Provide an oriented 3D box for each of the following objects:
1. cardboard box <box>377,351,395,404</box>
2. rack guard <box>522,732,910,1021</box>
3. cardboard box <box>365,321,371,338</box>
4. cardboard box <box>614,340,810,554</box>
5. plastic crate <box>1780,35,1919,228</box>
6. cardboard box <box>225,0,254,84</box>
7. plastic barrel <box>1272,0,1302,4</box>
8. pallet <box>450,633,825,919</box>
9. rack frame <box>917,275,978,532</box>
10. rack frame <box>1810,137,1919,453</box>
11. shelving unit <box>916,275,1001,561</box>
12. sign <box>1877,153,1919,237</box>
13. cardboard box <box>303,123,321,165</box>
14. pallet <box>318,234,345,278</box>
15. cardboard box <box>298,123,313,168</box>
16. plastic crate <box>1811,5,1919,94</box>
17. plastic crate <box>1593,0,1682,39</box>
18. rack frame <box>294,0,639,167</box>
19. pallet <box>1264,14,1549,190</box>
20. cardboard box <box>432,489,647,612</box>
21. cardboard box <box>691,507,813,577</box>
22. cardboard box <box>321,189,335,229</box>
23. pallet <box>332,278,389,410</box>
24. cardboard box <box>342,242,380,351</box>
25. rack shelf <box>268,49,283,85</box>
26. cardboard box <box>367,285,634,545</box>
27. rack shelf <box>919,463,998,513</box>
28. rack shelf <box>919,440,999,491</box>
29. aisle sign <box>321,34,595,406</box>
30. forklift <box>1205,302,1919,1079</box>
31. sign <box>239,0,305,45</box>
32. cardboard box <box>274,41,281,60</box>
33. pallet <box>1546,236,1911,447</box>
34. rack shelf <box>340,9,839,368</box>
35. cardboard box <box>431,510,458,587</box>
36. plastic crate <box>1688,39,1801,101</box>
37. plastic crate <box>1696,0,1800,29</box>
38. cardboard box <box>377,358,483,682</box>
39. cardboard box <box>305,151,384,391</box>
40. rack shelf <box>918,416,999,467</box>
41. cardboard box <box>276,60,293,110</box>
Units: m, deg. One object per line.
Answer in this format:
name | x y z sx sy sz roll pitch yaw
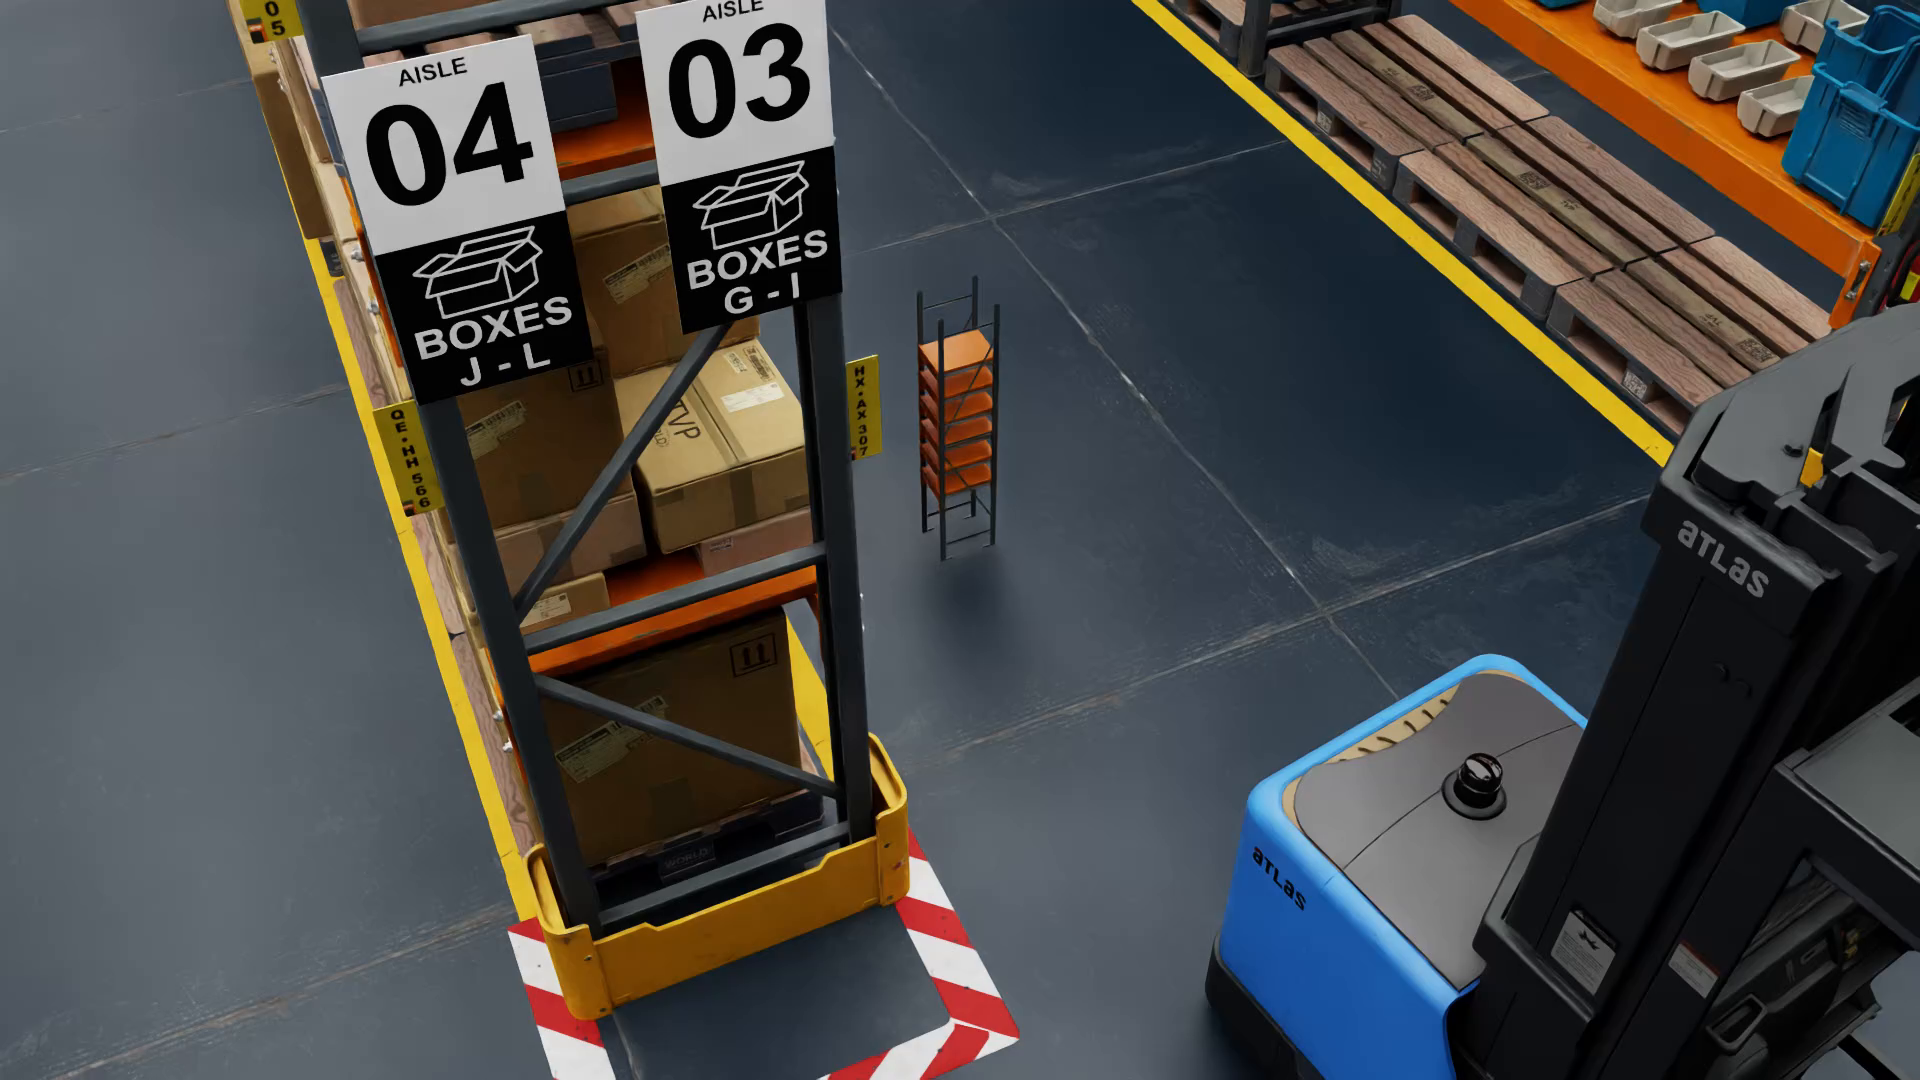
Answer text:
cardboard box | -1.637 -0.530 5.330 0.380 0.149 0.250 -19 48 -18
rack guard | -0.748 1.066 5.314 1.175 0.500 0.348 -18 47 -17
cardboard box | -1.849 -0.854 5.658 0.380 0.149 0.250 -17 47 -17
cardboard box | -0.715 -0.277 4.790 0.500 0.250 0.500 -19 48 -18
plastic crate | 3.426 -1.494 6.061 0.616 0.435 0.499 -18 47 -17
cardboard box | -3.104 -2.753 8.618 1.225 0.875 0.875 -20 48 -19
plastic barrel | 1.841 -3.605 9.463 0.600 0.901 0.708 -18 47 -17
pallet | -1.165 0.667 5.924 1.003 0.211 1.213 -18 47 -17
rack frame | -0.045 -0.495 6.397 0.240 1.200 0.006 -18 47 -17
rack frame | 3.736 -1.302 5.934 1.000 3.000 0.127 -18 47 -17
shelving unit | -0.006 -0.436 6.338 0.258 1.200 0.189 -18 47 -17
sign | 3.244 -1.187 5.701 0.100 0.325 0.005 -18 47 -17
cardboard box | -2.052 -1.417 5.946 0.500 0.250 0.500 -17 47 -16
pallet | -2.833 -1.865 8.490 1.003 0.211 1.213 -18 47 -17
cardboard box | -2.283 -1.510 6.324 0.380 0.149 0.250 -19 48 -18
plastic crate | 3.654 -1.938 6.655 0.416 0.233 0.300 -18 47 -17
plastic crate | 2.839 -2.238 7.028 0.298 0.136 0.250 -18 47 -17
rack frame | -0.758 -1.975 2.344 1.000 3.000 0.127 -18 47 -17
pallet | 2.398 -2.401 9.033 1.003 0.211 1.213 -18 47 -17
cardboard box | -1.203 -0.122 4.633 0.500 0.250 0.500 -19 48 -18
cardboard box | -0.608 -0.074 4.868 0.380 0.149 0.250 -18 47 -17
cardboard box | -2.072 -1.186 5.996 0.380 0.149 0.250 -18 47 -17
pallet | -2.191 -0.888 7.500 1.003 0.211 1.213 -18 47 -17
cardboard box | -1.630 -0.770 5.290 0.500 0.250 0.500 -20 48 -19
rack shelf | -3.281 -3.407 8.579 1.077 0.370 4.000 -18 47 -17
cardboard box | -1.201 -0.392 4.372 0.500 0.500 0.500 -17 47 -17
rack shelf | -0.006 -0.234 6.538 0.258 0.103 0.180 -18 47 -17
rack shelf | -0.006 -0.319 6.453 0.258 0.103 0.180 -18 47 -17
aisle sign | -1.000 -0.630 3.402 0.394 0.787 0.004 -18 47 -17
forklift | 2.000 1.084 3.565 1.130 2.935 3.031 -25 50 -23
sign | -1.256 -1.043 2.961 0.100 0.325 0.005 -18 47 -17
cardboard box | -2.270 -2.011 6.013 0.500 0.500 0.500 -18 47 -17
pallet | 3.424 -0.846 7.458 1.003 0.211 1.213 -18 47 -17
rack shelf | -1.599 -1.925 4.942 1.077 0.370 4.000 -18 47 -17
cardboard box | -1.317 -0.045 4.839 0.380 0.149 0.250 -18 47 -17
plastic crate | 3.120 -1.885 6.669 0.396 0.136 0.243 -18 47 -17
plastic crate | 3.377 -2.357 7.080 0.416 0.233 0.300 -18 47 -17
cardboard box | -1.482 -0.197 6.027 0.875 0.875 0.875 -18 47 -17
cardboard box | -2.235 -1.337 7.183 0.875 0.875 0.875 -18 47 -17
rack shelf | -0.006 -0.405 6.369 0.258 0.103 0.180 -18 47 -17
cardboard box | -2.507 -1.845 6.663 0.380 0.149 0.250 -20 48 -19
